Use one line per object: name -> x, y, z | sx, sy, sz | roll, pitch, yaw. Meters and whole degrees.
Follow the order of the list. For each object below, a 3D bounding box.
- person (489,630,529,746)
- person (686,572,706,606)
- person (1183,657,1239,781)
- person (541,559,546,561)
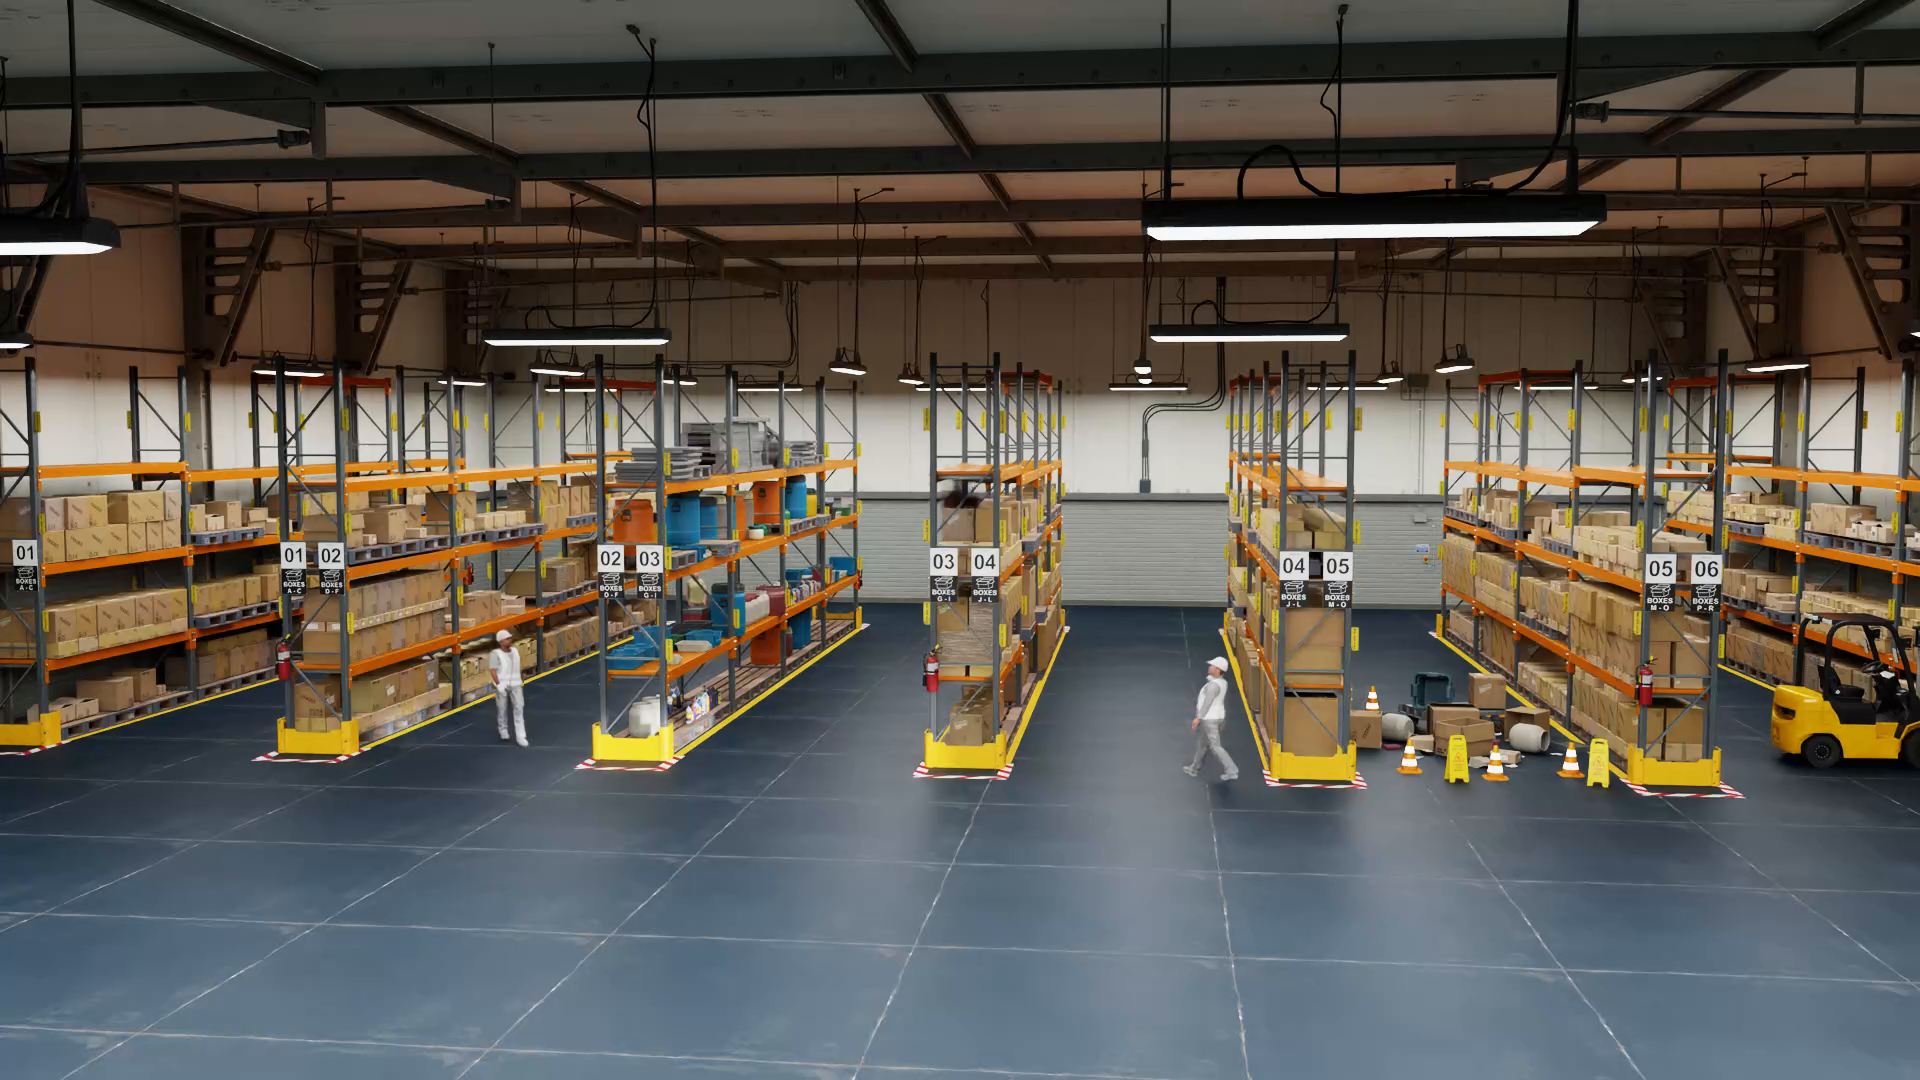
person -> -7.051, 2.279, 25.861 | 0.503, 1.747, 0.923 | -2, 4, -24
person -> -6.137, 1.445, 38.617 | 0.539, 1.614, 1.027 | 1, 4, 12
person -> 3.495, 2.496, 23.239 | 0.966, 1.730, 0.580 | 3, 5, 36
person -> -9.906, 1.312, 39.564 | 0.709, 1.724, 1.096 | 1, 4, 15
